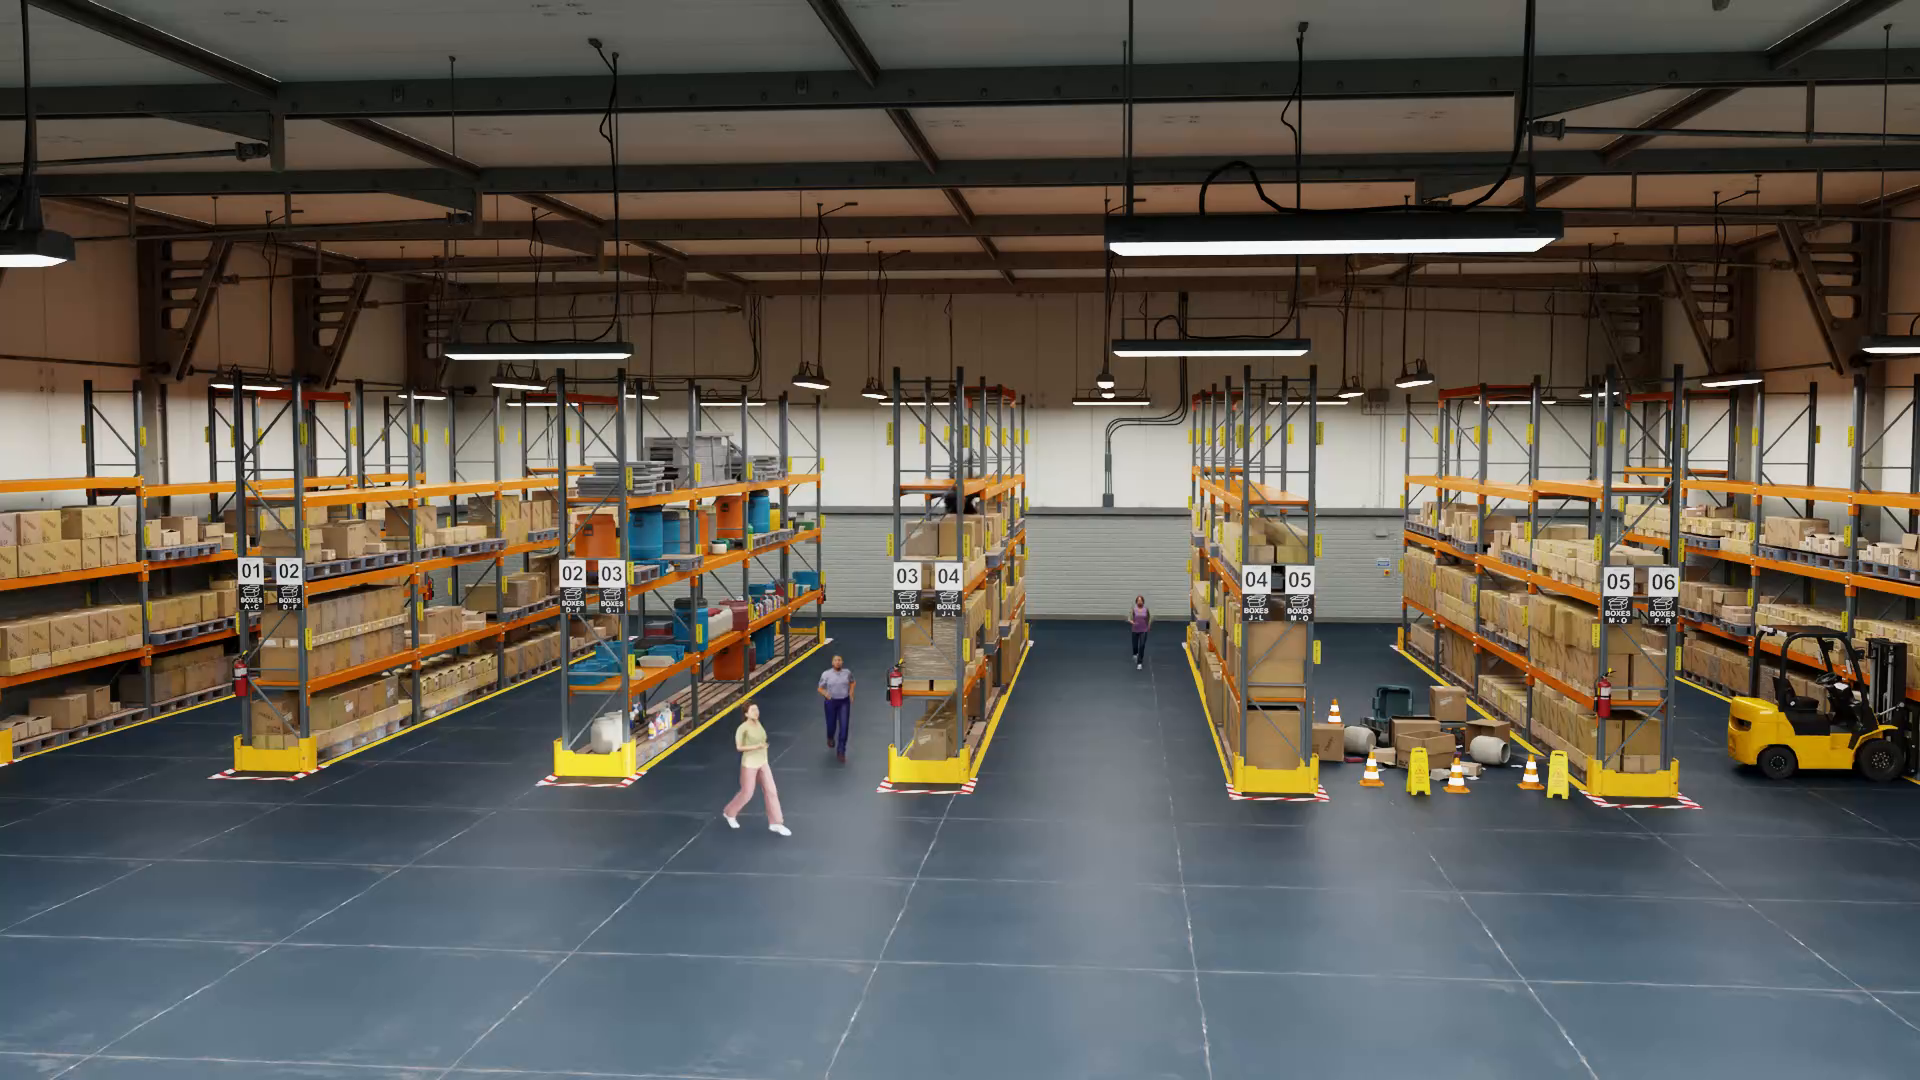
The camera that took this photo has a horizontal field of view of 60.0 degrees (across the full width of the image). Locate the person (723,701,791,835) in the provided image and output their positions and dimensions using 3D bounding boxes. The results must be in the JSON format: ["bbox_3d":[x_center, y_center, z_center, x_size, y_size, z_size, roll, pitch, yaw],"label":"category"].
[{"bbox_3d":[-2.555,2.852,20.911,0.998,1.632,0.580,3,5,39],"label":"person"}]

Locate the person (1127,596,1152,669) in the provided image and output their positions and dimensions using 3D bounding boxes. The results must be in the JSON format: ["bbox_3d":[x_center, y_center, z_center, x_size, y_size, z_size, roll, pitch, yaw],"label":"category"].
[{"bbox_3d":[3.882,1.980,35.945,0.540,1.567,0.726,0,4,2],"label":"person"}]

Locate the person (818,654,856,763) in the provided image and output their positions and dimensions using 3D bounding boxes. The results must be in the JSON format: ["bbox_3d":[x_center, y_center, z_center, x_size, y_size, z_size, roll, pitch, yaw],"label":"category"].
[{"bbox_3d":[-1.906,2.585,25.879,0.607,1.639,0.849,-1,4,-11],"label":"person"}]

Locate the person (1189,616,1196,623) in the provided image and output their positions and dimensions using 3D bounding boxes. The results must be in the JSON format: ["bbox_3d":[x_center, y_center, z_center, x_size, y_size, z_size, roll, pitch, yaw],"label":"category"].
[{"bbox_3d":[5.925,1.640,40.795,0.518,1.707,0.946,1,4,21],"label":"person"}]
